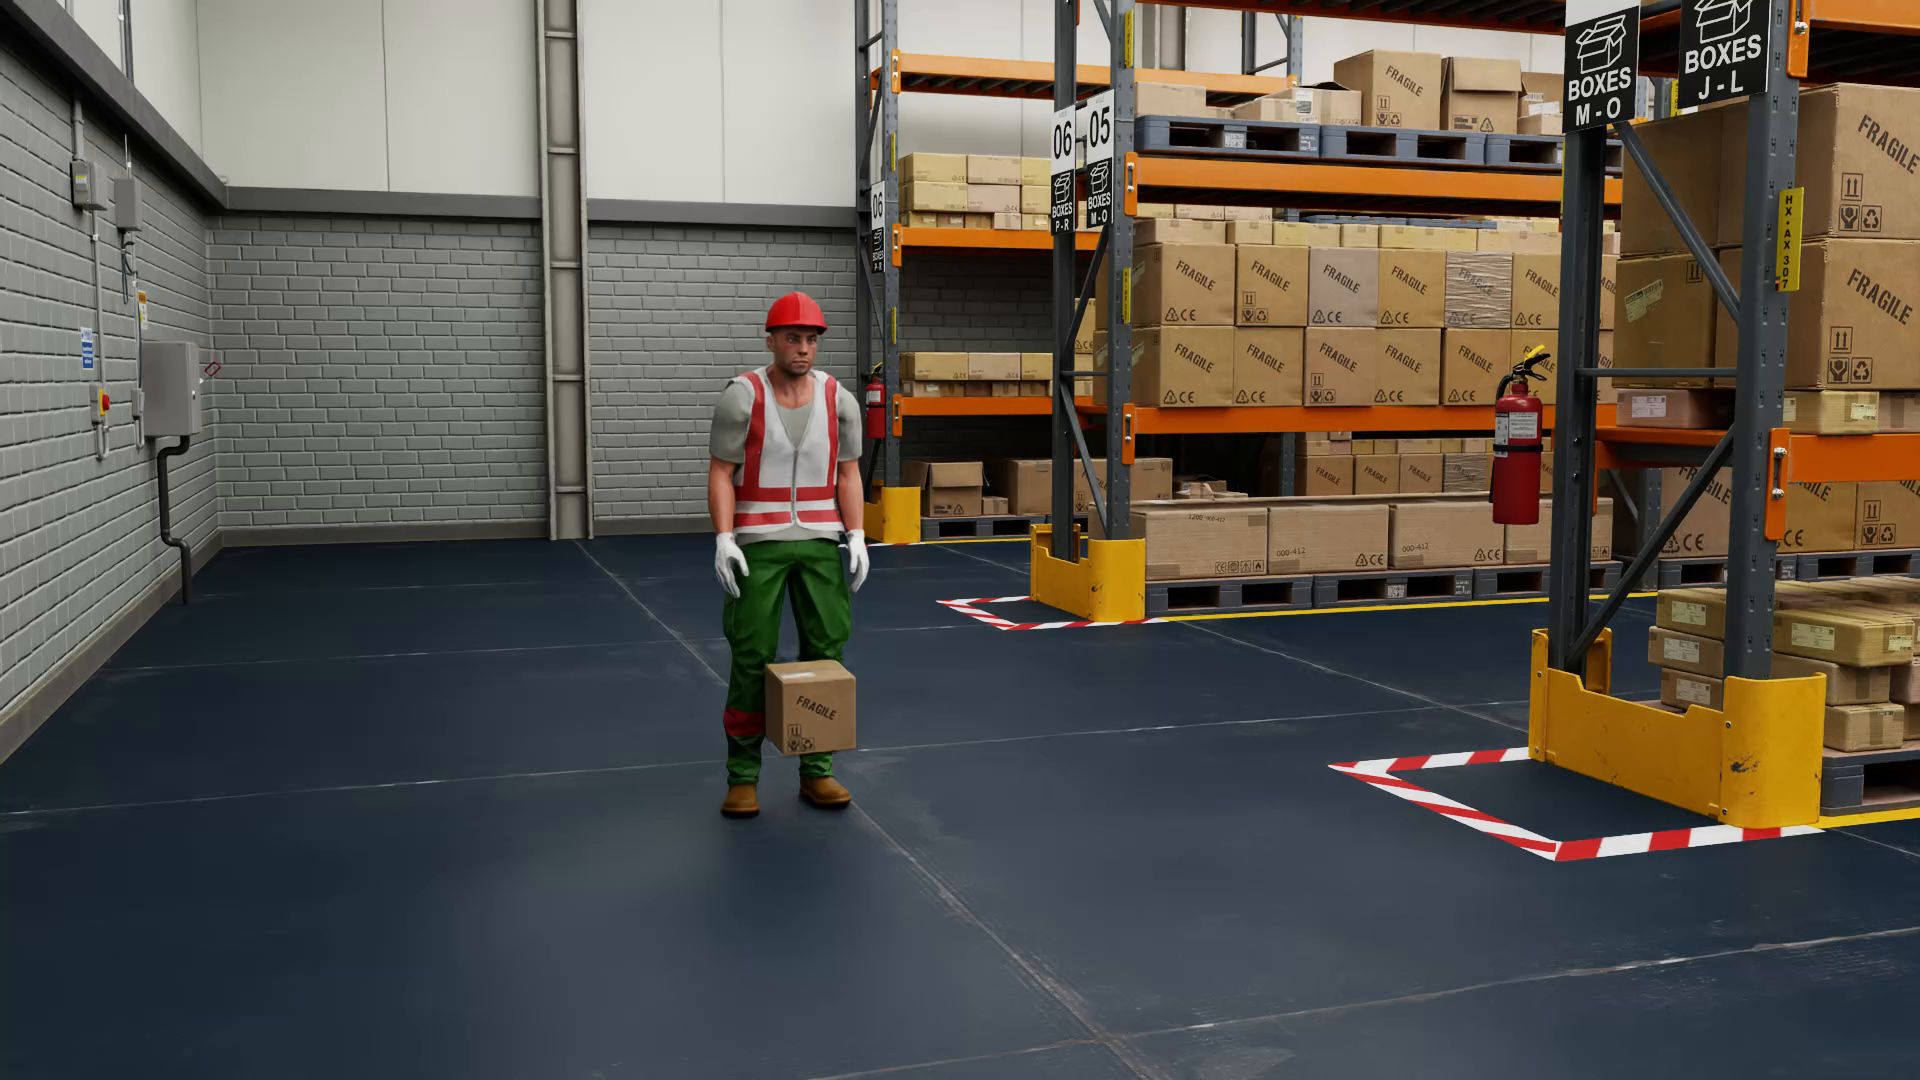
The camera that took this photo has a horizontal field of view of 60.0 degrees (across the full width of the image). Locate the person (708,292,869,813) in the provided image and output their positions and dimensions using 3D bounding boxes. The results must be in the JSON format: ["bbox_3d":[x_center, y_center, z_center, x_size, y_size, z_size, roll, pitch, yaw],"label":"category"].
[{"bbox_3d":[-0.595,0.038,5.788,0.558,1.783,0.427,-2,6,-20],"label":"person"}]
